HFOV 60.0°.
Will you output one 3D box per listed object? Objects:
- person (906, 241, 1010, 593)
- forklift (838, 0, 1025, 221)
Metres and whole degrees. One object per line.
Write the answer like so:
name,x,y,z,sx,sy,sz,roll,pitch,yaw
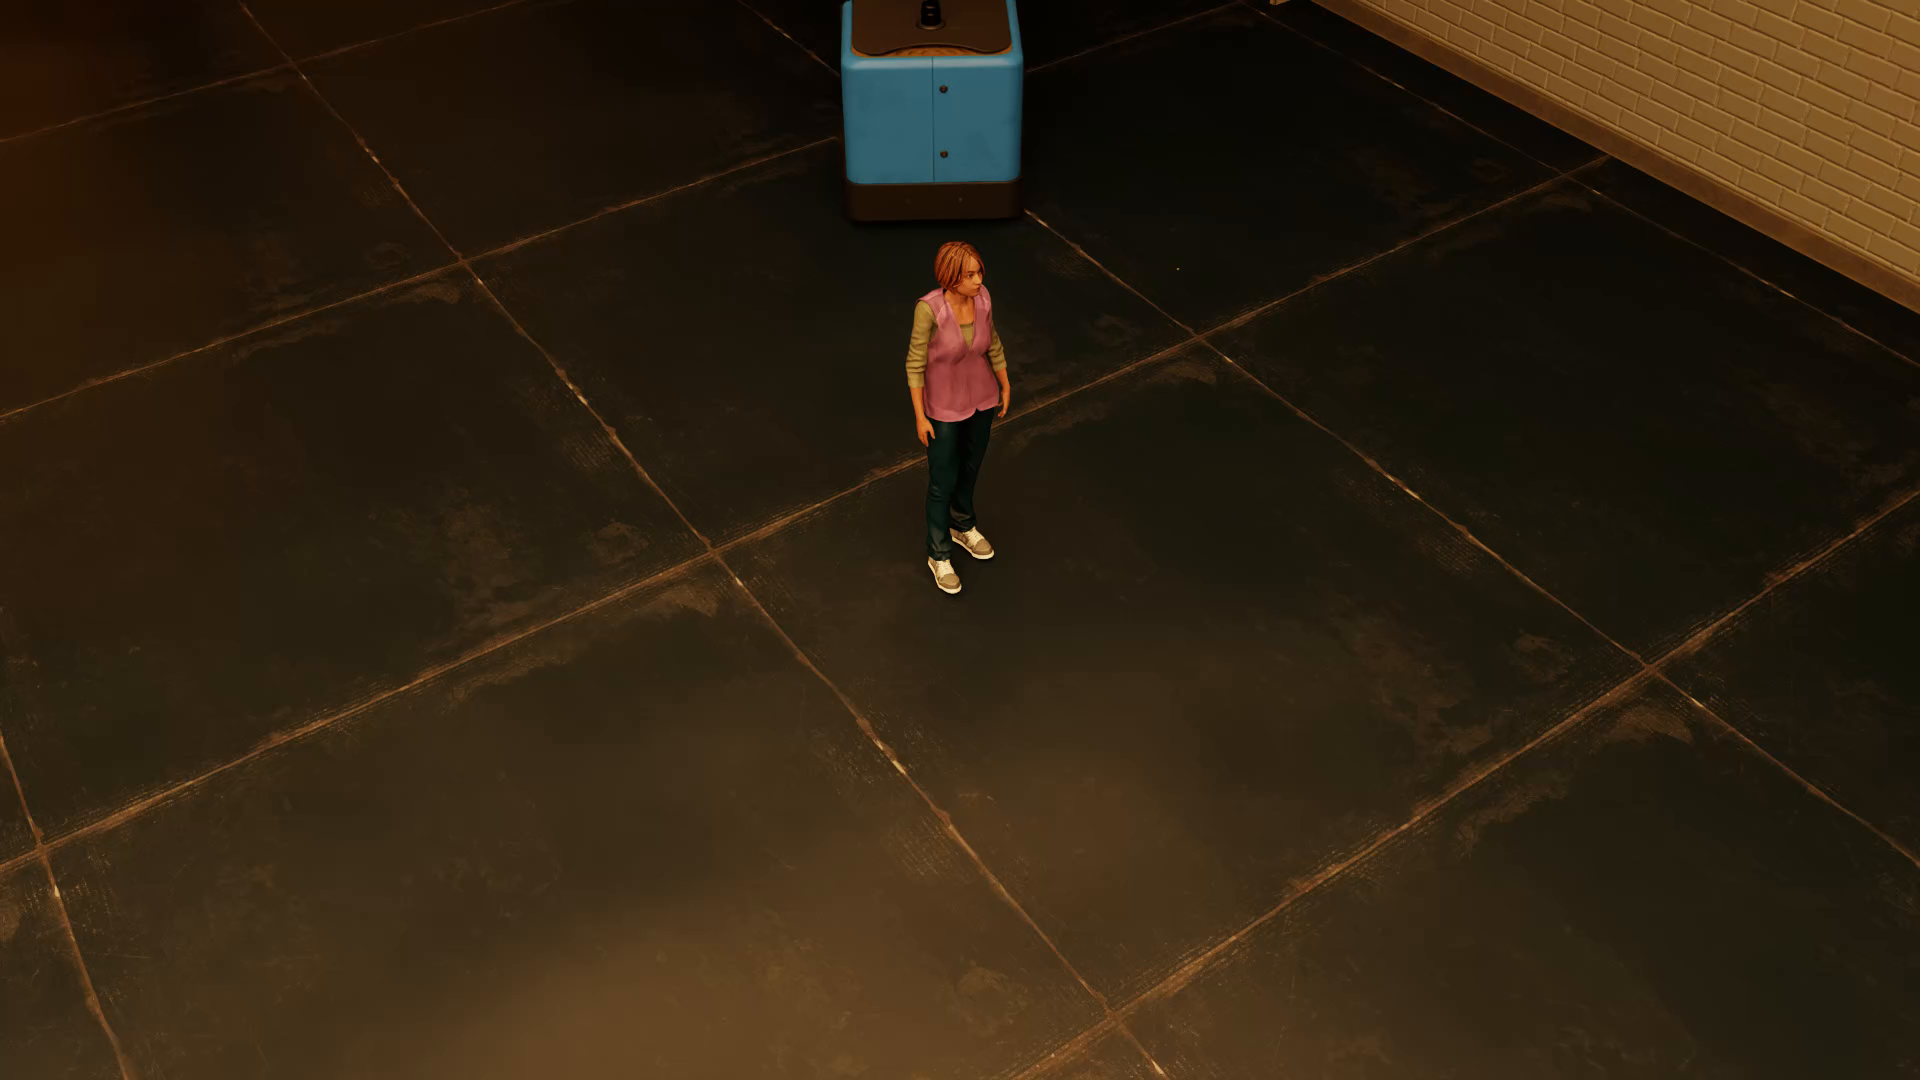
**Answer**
person,0.031,-0.546,7.281,0.520,1.599,0.473,-25,48,-25
forklift,-0.208,-3.943,9.995,1.130,2.935,3.031,-2,43,-2
